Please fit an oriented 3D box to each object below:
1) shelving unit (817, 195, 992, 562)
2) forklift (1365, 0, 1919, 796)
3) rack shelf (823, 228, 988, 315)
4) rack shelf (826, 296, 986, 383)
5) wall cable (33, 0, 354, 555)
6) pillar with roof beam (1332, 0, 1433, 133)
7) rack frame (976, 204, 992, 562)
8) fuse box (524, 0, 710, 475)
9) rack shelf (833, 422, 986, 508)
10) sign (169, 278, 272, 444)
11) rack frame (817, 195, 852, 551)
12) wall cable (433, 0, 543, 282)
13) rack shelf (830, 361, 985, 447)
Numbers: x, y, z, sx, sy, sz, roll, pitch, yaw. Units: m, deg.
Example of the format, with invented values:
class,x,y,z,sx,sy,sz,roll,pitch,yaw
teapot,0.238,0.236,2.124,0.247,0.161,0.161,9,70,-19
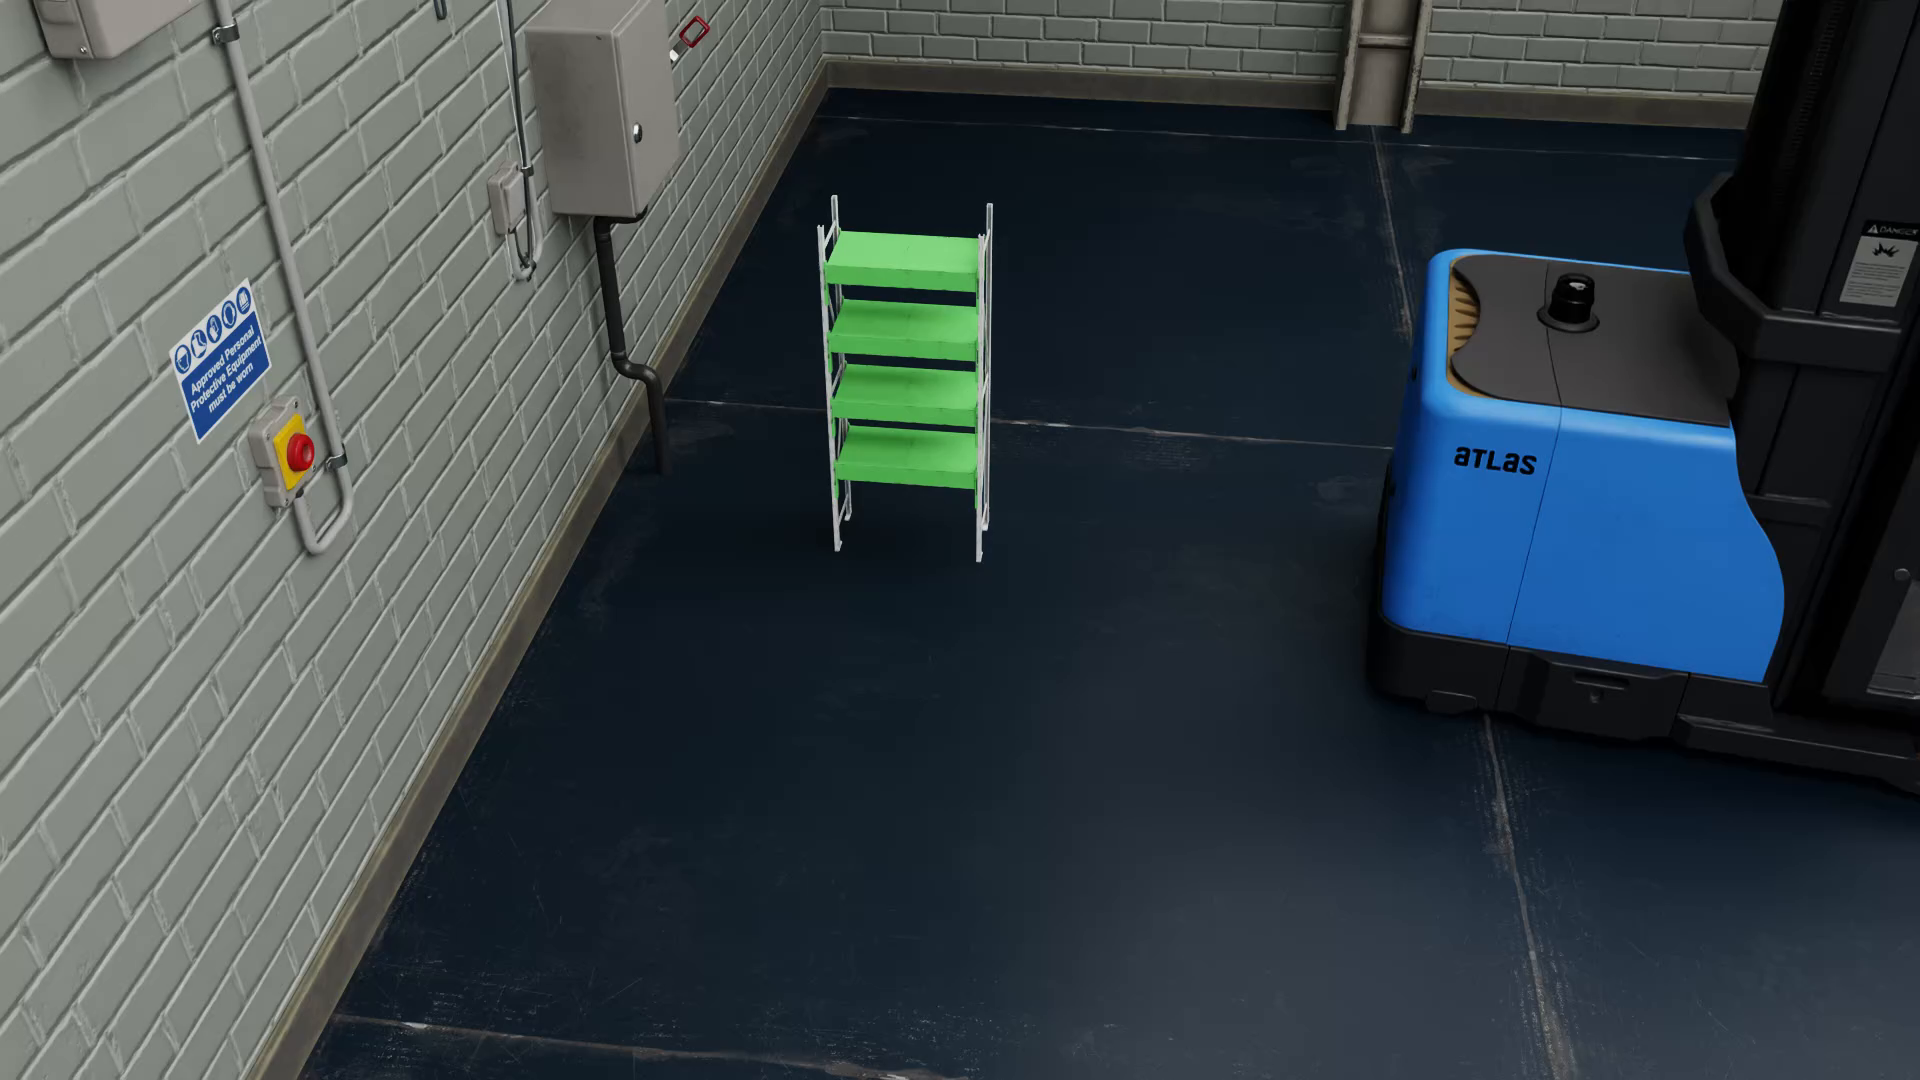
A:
class,x,y,z,sx,sy,sz,roll,pitch,yaw
shelving unit,-0.164,-0.501,5.419,0.503,1.200,0.258,4,36,6
forklift,2.809,-0.762,4.294,3.031,2.935,1.130,8,36,12
rack shelf,-0.164,-0.839,5.177,0.480,0.148,0.258,4,36,6
rack shelf,-0.164,-0.644,5.316,0.480,0.148,0.258,4,36,6
wall cable,-1.467,-0.715,3.269,0.123,1.953,0.585,4,36,6
pillar with roof beam,1.649,-3.426,2.804,0.400,9.000,9.100,4,36,6
rack frame,0.078,-0.483,5.393,0.015,1.200,0.240,4,36,6
fuse box,-1.055,-0.964,5.628,0.414,1.711,0.539,4,36,6
rack shelf,-0.164,-0.253,5.595,0.480,0.148,0.258,4,36,6
sign,-1.534,-0.376,3.462,0.001,0.218,0.327,4,36,6
rack frame,-0.406,-0.519,5.444,0.015,1.200,0.240,4,36,6
wall cable,-1.298,-1.521,4.424,0.122,1.984,0.588,4,36,6
rack shelf,-0.164,-0.449,5.456,0.480,0.148,0.258,4,36,6
